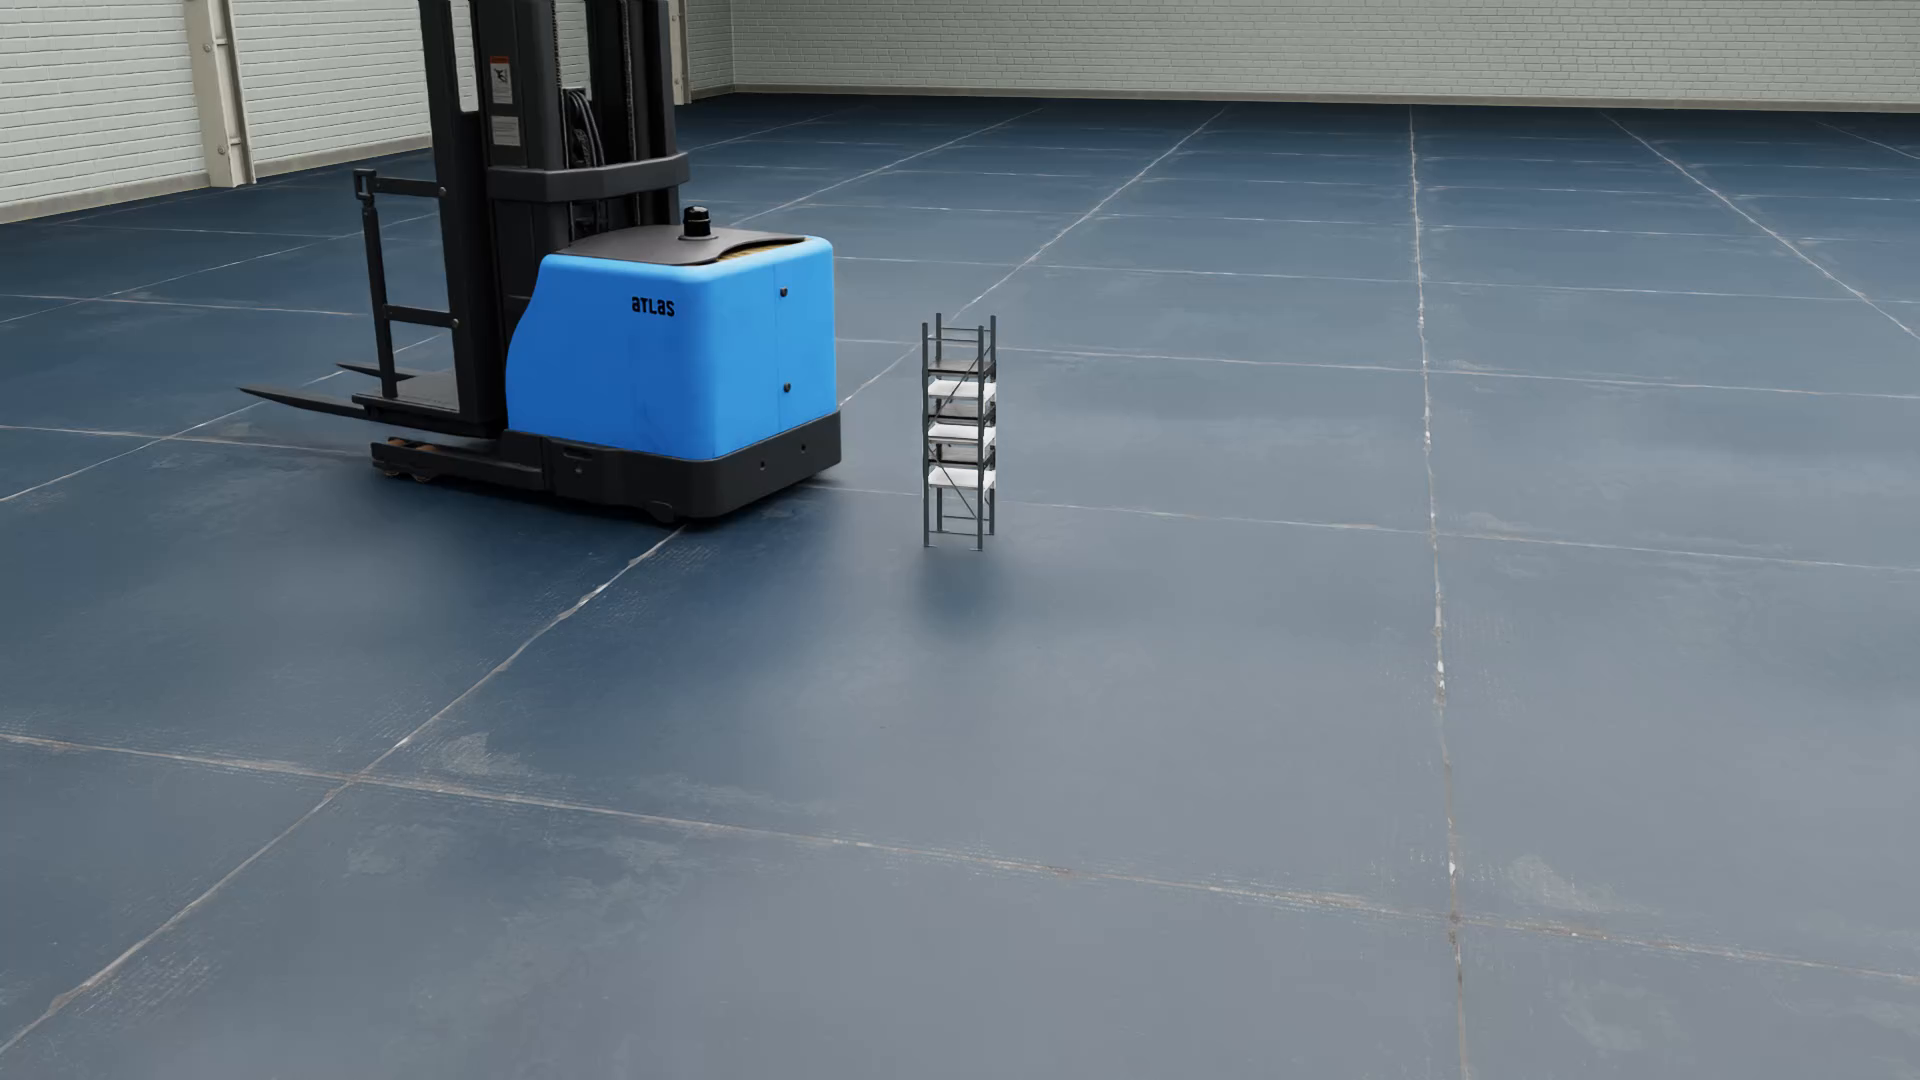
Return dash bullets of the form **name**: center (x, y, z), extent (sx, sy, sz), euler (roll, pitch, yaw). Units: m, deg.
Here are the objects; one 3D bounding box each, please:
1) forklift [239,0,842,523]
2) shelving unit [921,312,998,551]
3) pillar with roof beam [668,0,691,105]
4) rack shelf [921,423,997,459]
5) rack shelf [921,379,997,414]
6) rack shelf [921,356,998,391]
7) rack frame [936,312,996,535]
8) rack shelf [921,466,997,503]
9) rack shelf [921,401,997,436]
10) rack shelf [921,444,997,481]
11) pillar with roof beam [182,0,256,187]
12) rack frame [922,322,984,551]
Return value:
- **forklift**: center (-2.074, -1.781, 7.367), extent (3.031, 2.935, 1.130), euler (10, 21, 28)
- **shelving unit**: center (-0.002, -0.423, 6.535), extent (0.258, 0.900, 0.210), euler (5, 19, 13)
- **pillar with roof beam**: center (-0.710, -11.498, 26.430), extent (9.100, 9.000, 0.400), euler (5, 19, 13)
- **rack shelf**: center (-0.002, -0.392, 6.545), extent (0.258, 0.077, 0.200), euler (5, 19, 13)
- **rack shelf**: center (-0.002, -0.562, 6.487), extent (0.258, 0.077, 0.200), euler (5, 19, 13)
- **rack shelf**: center (-0.002, -0.647, 6.458), extent (0.258, 0.077, 0.200), euler (5, 19, 13)
- **rack frame**: center (0.023, -0.455, 6.628), extent (0.240, 0.900, 0.006), euler (5, 19, 13)
- **rack shelf**: center (-0.002, -0.221, 6.604), extent (0.258, 0.077, 0.200), euler (5, 19, 13)
- **rack shelf**: center (-0.002, -0.477, 6.516), extent (0.258, 0.077, 0.200), euler (5, 19, 13)
- **rack shelf**: center (-0.002, -0.307, 6.575), extent (0.258, 0.077, 0.200), euler (5, 19, 13)
- **pillar with roof beam**: center (-3.642, -7.737, 15.418), extent (9.100, 9.000, 0.400), euler (5, 19, 13)
- **rack frame**: center (-0.027, -0.391, 6.441), extent (0.240, 0.900, 0.006), euler (5, 19, 13)
